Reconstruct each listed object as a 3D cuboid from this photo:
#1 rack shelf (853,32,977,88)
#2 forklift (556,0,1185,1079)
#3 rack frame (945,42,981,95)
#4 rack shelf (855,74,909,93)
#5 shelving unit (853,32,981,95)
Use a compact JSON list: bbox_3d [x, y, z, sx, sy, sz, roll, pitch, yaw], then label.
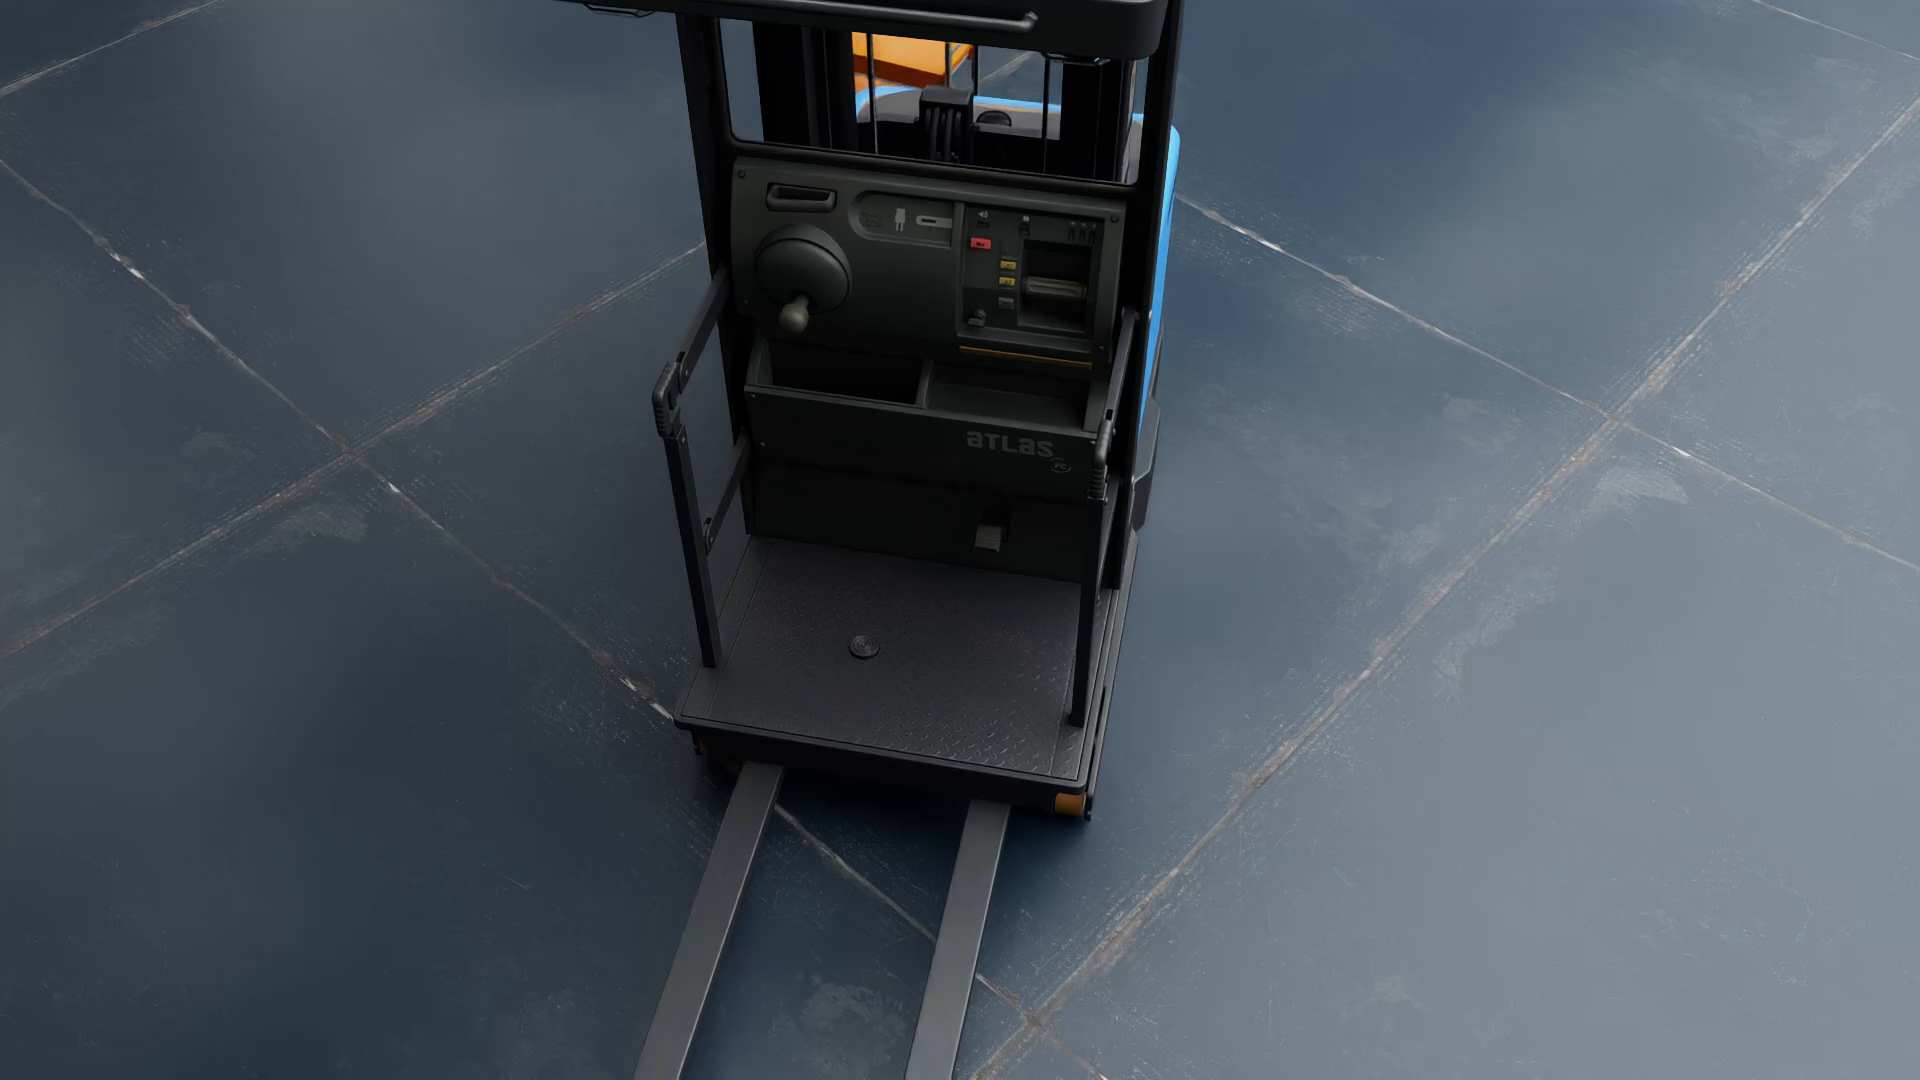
[{"bbox_3d":[-0.212,-1.546,5.338,0.480,0.148,0.258,18,49,16],"label":"rack shelf"},{"bbox_3d":[-0.125,-0.553,3.759,1.130,2.935,3.031,8,47,8],"label":"forklift"},{"bbox_3d":[0.010,-1.202,5.554,0.015,1.200,0.240,18,49,16],"label":"rack frame"},{"bbox_3d":[-0.212,-1.383,5.509,0.480,0.148,0.258,18,49,16],"label":"rack shelf"},{"bbox_3d":[-0.213,-1.275,5.623,0.503,1.200,0.258,18,49,16],"label":"shelving unit"}]
